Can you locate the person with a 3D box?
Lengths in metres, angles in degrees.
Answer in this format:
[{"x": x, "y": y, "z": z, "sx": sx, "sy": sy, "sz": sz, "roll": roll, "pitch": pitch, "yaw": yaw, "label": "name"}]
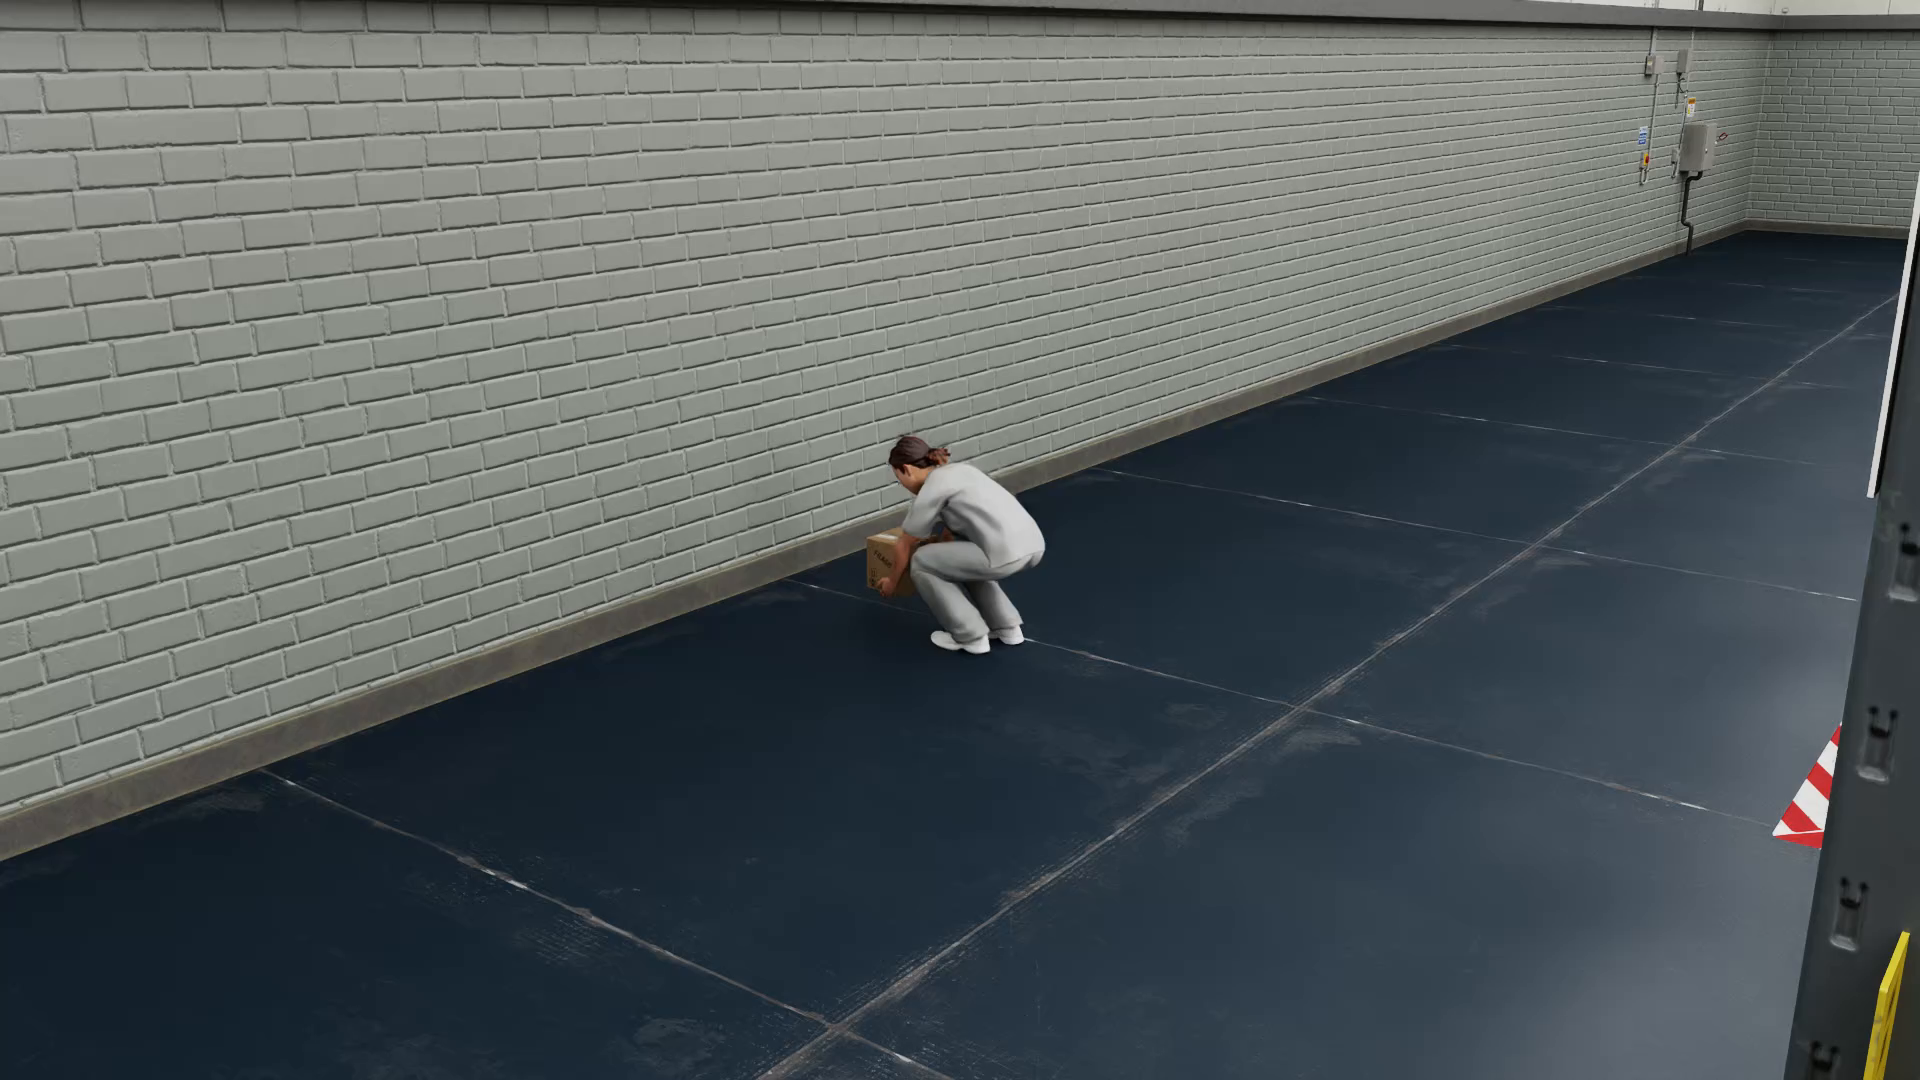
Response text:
[{"x": 0.000, "y": 0.019, "z": 7.729, "sx": 0.795, "sy": 0.964, "sz": 0.485, "roll": 12, "pitch": 20, "yaw": 35, "label": "person"}]
